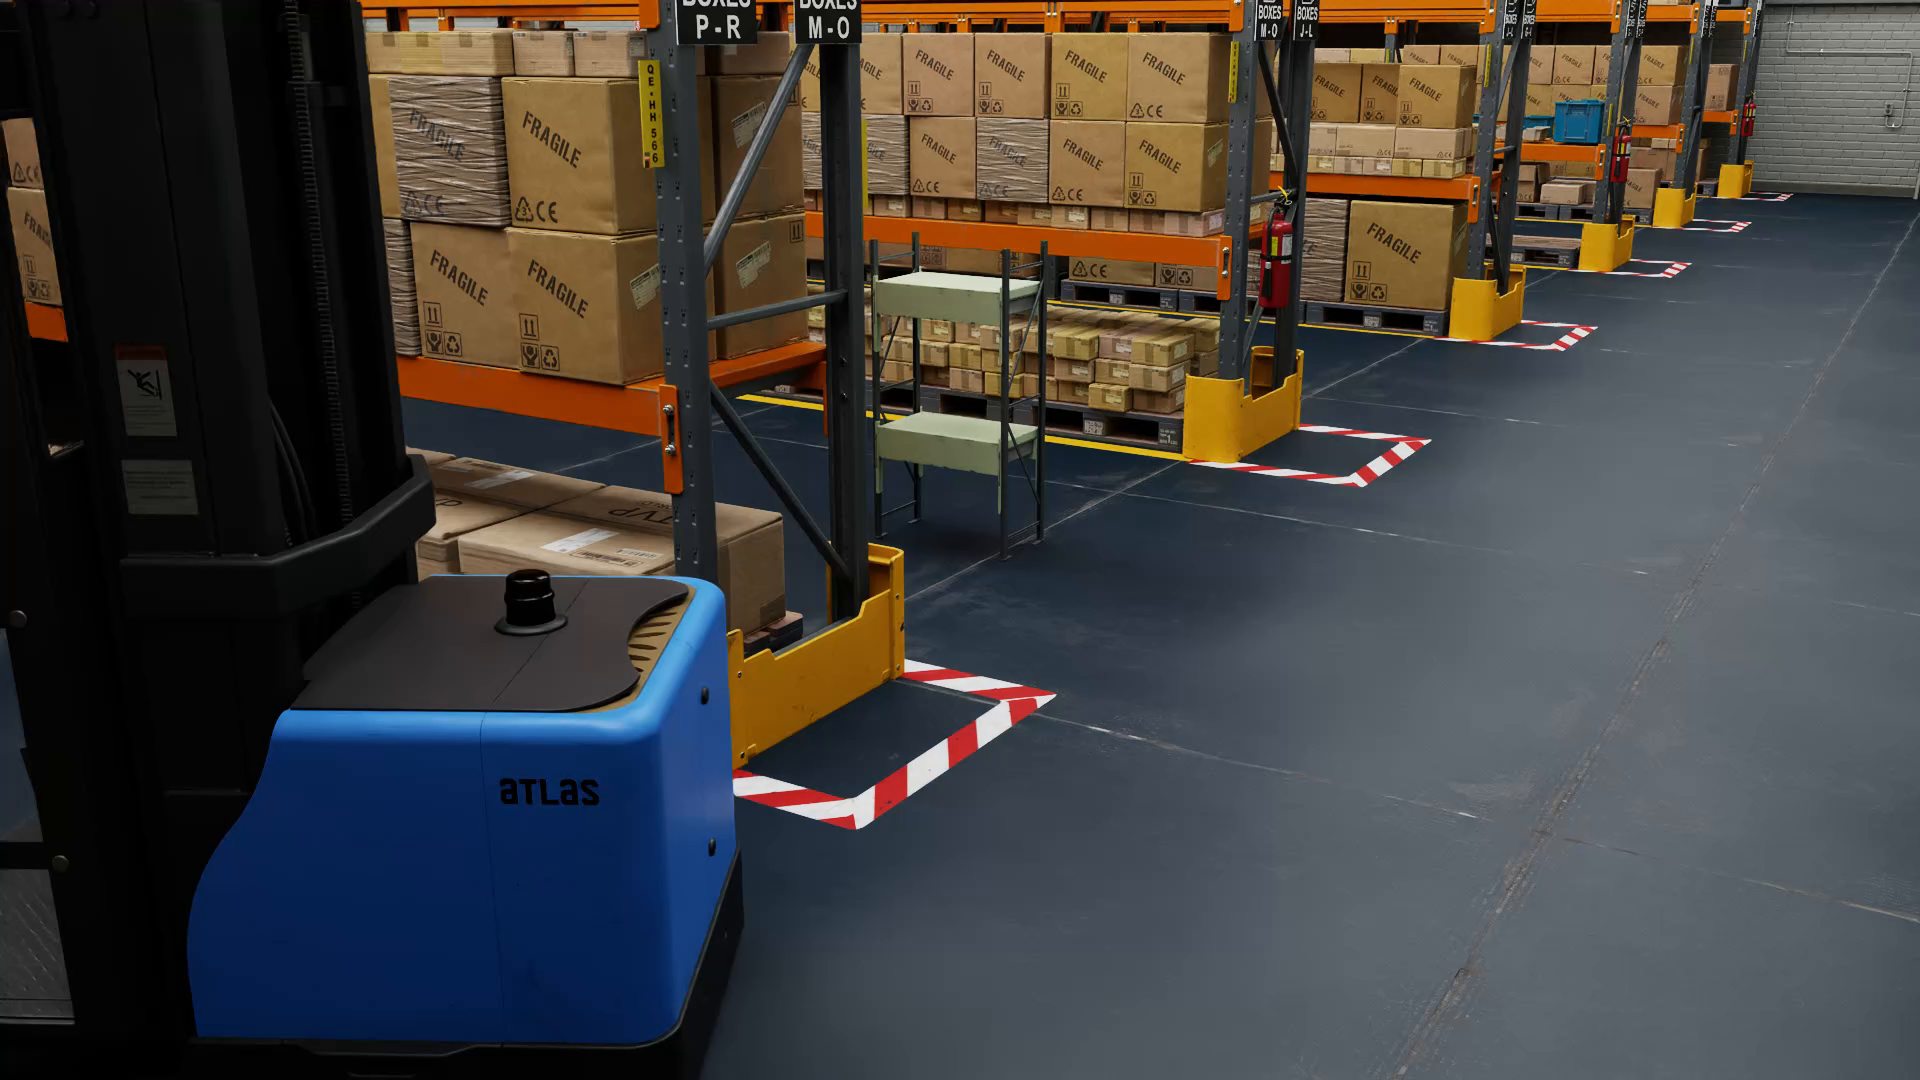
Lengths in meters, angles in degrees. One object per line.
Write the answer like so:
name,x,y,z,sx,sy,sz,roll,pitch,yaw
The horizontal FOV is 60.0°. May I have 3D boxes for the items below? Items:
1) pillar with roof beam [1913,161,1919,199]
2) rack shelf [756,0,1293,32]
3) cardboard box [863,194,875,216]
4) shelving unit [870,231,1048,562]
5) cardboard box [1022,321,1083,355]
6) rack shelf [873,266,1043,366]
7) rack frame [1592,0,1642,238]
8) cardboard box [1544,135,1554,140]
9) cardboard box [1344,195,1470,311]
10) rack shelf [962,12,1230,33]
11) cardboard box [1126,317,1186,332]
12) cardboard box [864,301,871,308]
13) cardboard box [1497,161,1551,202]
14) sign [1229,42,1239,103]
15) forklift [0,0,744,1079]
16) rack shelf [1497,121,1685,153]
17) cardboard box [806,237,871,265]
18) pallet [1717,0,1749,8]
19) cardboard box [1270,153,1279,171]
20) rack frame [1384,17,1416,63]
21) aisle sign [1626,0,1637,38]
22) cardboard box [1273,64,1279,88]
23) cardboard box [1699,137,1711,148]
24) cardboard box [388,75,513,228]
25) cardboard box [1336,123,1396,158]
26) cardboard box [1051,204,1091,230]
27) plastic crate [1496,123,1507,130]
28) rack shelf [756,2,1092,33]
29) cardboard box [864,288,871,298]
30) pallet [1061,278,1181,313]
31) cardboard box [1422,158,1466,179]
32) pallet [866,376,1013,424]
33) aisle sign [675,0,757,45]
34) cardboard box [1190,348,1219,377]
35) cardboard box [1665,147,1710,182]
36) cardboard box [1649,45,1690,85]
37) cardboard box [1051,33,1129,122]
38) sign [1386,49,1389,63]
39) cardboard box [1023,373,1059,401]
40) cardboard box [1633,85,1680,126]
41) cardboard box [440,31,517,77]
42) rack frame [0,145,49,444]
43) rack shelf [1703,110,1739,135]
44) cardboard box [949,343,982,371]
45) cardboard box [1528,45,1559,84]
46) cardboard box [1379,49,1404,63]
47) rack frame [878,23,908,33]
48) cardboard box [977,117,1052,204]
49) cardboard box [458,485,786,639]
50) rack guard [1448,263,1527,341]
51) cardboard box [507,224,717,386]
pillar with roof beam,12.795,-8.542,21.019,0.400,9.000,9.100,10,20,30
rack shelf,0.132,-3.436,10.609,4.000,0.370,1.077,10,20,30
cardboard box,-0.580,-2.259,11.090,0.250,0.149,0.380,11,20,31
shelving unit,-0.006,-0.719,8.167,0.755,1.500,0.431,10,20,30
cardboard box,0.593,-1.296,10.644,0.250,0.149,0.380,9,19,28
rack shelf,-0.006,-1.092,8.053,0.720,0.370,0.431,10,20,30
rack frame,7.110,-4.480,17.970,0.127,3.000,1.000,10,20,30
cardboard box,9.666,-6.621,27.481,0.250,0.149,0.380,11,20,32
cardboard box,3.930,-2.516,14.435,0.875,0.875,0.875,10,20,30
rack shelf,1.997,-6.484,20.644,4.000,0.370,1.077,10,20,30
cardboard box,1.269,-1.338,10.785,0.250,0.149,0.380,11,20,31
cardboard box,-0.708,-1.550,11.482,0.250,0.149,0.380,10,19,29
cardboard box,7.900,-5.047,23.373,0.637,0.503,0.797,10,20,30
sign,1.528,-2.612,9.282,0.005,0.325,0.100,10,20,30
forklift,-2.126,-0.155,3.849,3.031,2.935,1.130,0,17,2
rack shelf,8.001,-5.667,23.113,4.000,0.370,1.077,10,20,30
cardboard box,-0.967,-3.407,17.371,0.875,0.875,1.225,10,20,30
pallet,11.657,-8.437,25.988,1.213,0.211,1.003,10,20,30
cardboard box,2.739,-3.339,14.644,0.250,0.149,0.380,11,20,31
rack frame,6.297,-6.315,24.010,0.127,3.000,1.000,10,20,30
aisle sign,7.018,-5.641,17.318,0.004,0.787,0.394,10,20,30
cardboard box,4.759,-6.817,24.769,0.500,0.500,0.700,5,18,16
cardboard box,11.857,-6.362,26.625,0.250,0.149,0.380,10,20,30
cardboard box,-1.665,-1.412,5.977,0.500,0.500,0.500,10,20,30
cardboard box,3.534,-3.410,14.192,0.500,0.250,0.500,10,19,29
cardboard box,0.767,-2.015,10.285,0.250,0.149,0.380,11,20,32
plastic crate,6.264,-4.675,18.960,0.298,0.136,0.250,10,20,30
rack shelf,-0.595,-5.257,16.605,4.000,0.370,1.077,10,20,30
cardboard box,-0.679,-1.716,12.028,0.250,0.149,0.380,10,20,30
pallet,1.716,-2.393,15.896,1.213,0.211,1.003,10,20,30
cardboard box,4.042,-3.106,13.878,0.250,0.149,0.380,11,20,31
pallet,0.062,-1.036,11.429,1.213,0.211,1.003,10,20,30
aisle sign,-0.770,-1.956,5.185,0.004,0.787,0.394,10,20,30
cardboard box,1.524,-1.163,10.720,0.250,0.149,0.380,11,20,32
cardboard box,11.646,-6.021,26.619,0.500,0.500,0.700,10,20,30
cardboard box,9.465,-6.366,22.285,0.500,0.500,0.500,11,20,32
cardboard box,0.884,-2.794,10.016,0.500,0.500,0.500,9,19,28
sign,6.009,-6.731,23.388,0.005,0.325,0.100,10,20,30
cardboard box,0.609,-1.016,10.747,0.250,0.149,0.380,10,20,31
cardboard box,9.181,-5.755,21.995,0.500,0.500,0.500,11,20,32
cardboard box,-1.572,-1.692,5.783,0.250,0.149,0.380,10,20,30
rack frame,-4.077,-1.408,7.855,0.127,3.000,1.000,10,20,30
rack shelf,10.590,-6.894,27.154,4.000,0.370,1.077,10,20,30
cardboard box,0.136,-1.227,10.931,0.250,0.149,0.380,11,20,33
cardboard box,7.869,-6.465,22.611,0.500,0.500,0.500,11,20,32
cardboard box,7.489,-8.267,28.426,0.500,0.250,0.500,11,20,31
rack frame,-1.339,-9.368,34.060,0.127,3.000,1.000,10,20,30
cardboard box,0.445,-2.390,10.404,0.500,0.500,0.500,10,20,30
cardboard box,-1.283,0.150,6.412,0.875,0.438,0.875,9,19,28
rack guard,4.538,-2.054,14.283,0.348,0.500,1.175,10,20,30
cardboard box,-1.218,-0.855,5.863,0.500,0.500,0.500,10,20,30
